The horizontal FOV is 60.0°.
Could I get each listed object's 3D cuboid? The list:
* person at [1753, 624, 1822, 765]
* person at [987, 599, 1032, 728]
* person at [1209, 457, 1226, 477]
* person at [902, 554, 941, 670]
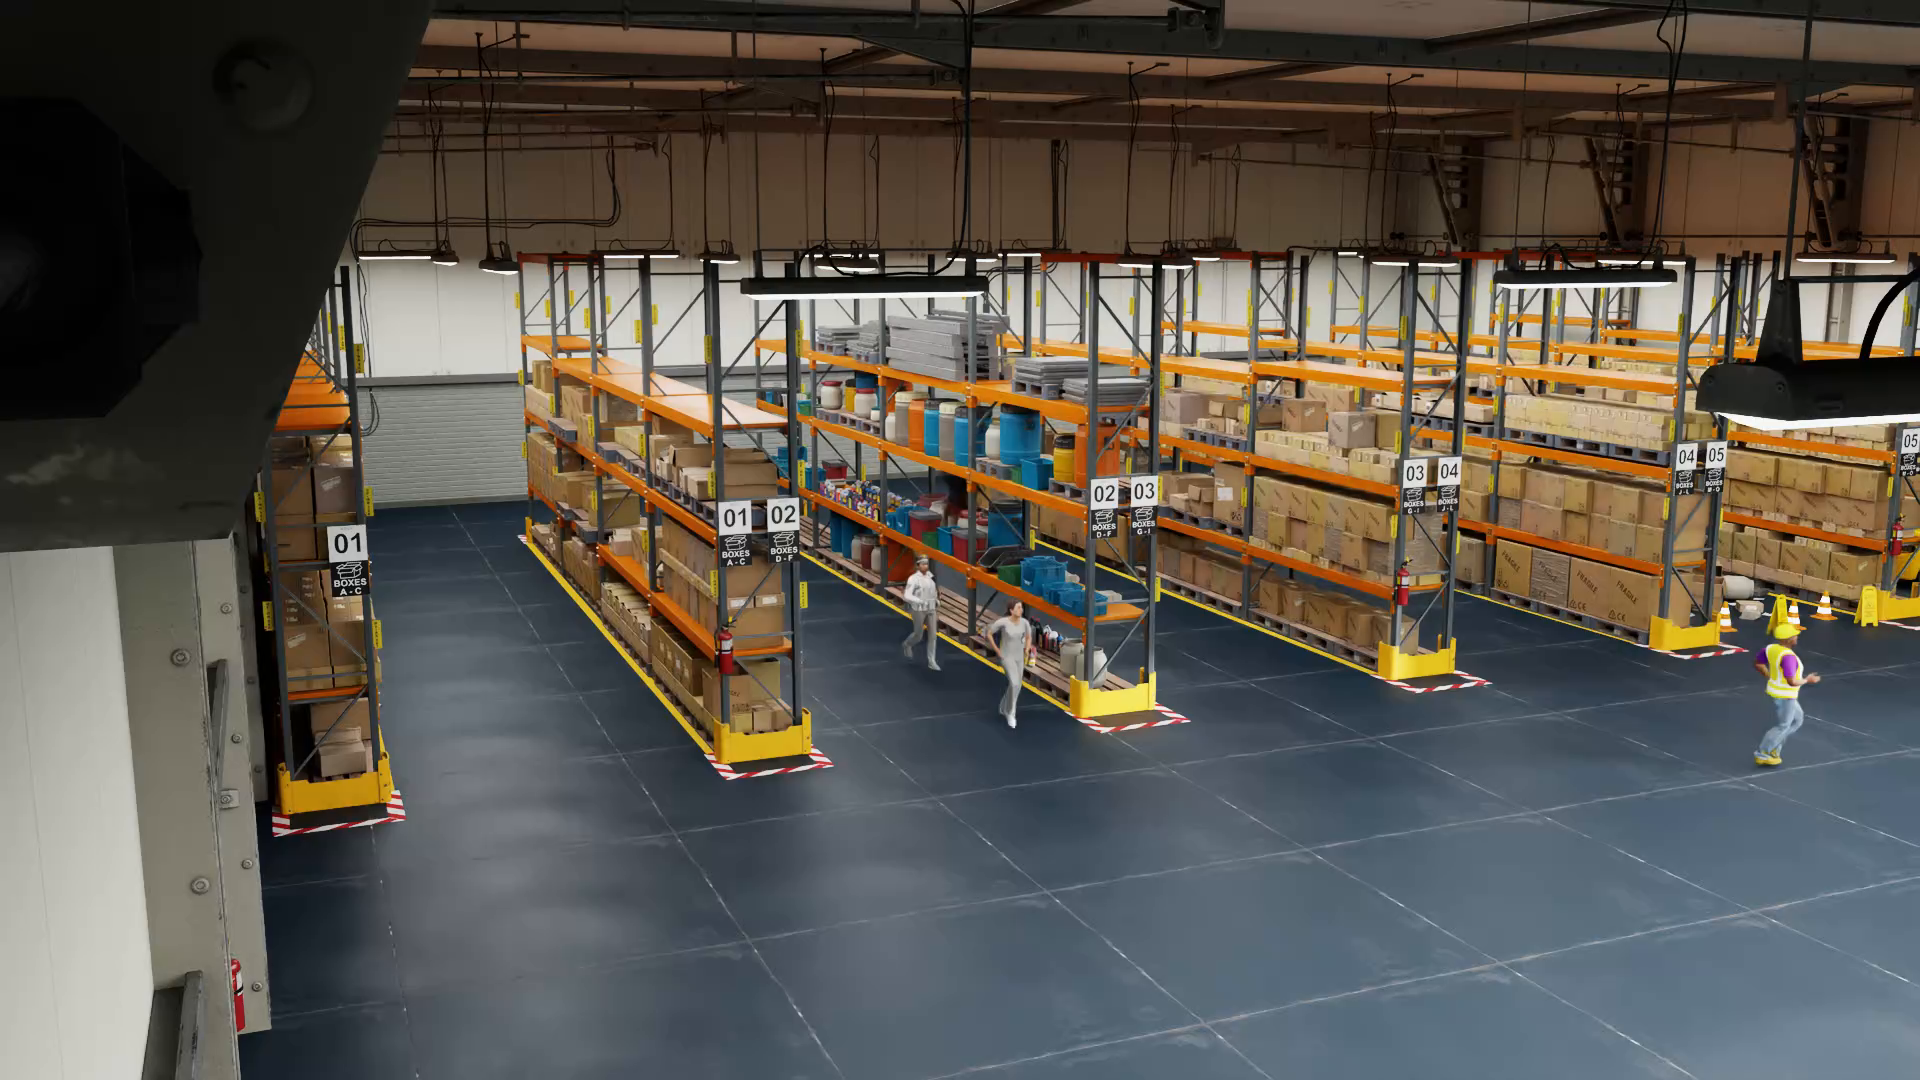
[{"bbox_3d":[9.922,1.874,19.956,0.649,1.771,0.677,2,11,9],"label":"person"},{"bbox_3d":[0.688,1.588,21.783,0.575,1.674,0.668,-6,12,-28],"label":"person"},{"bbox_3d":[5.583,-0.912,35.616,0.660,1.616,0.649,-4,11,-23],"label":"person"},{"bbox_3d":[-0.516,1.022,24.237,0.618,1.668,0.848,-7,12,-33],"label":"person"}]
